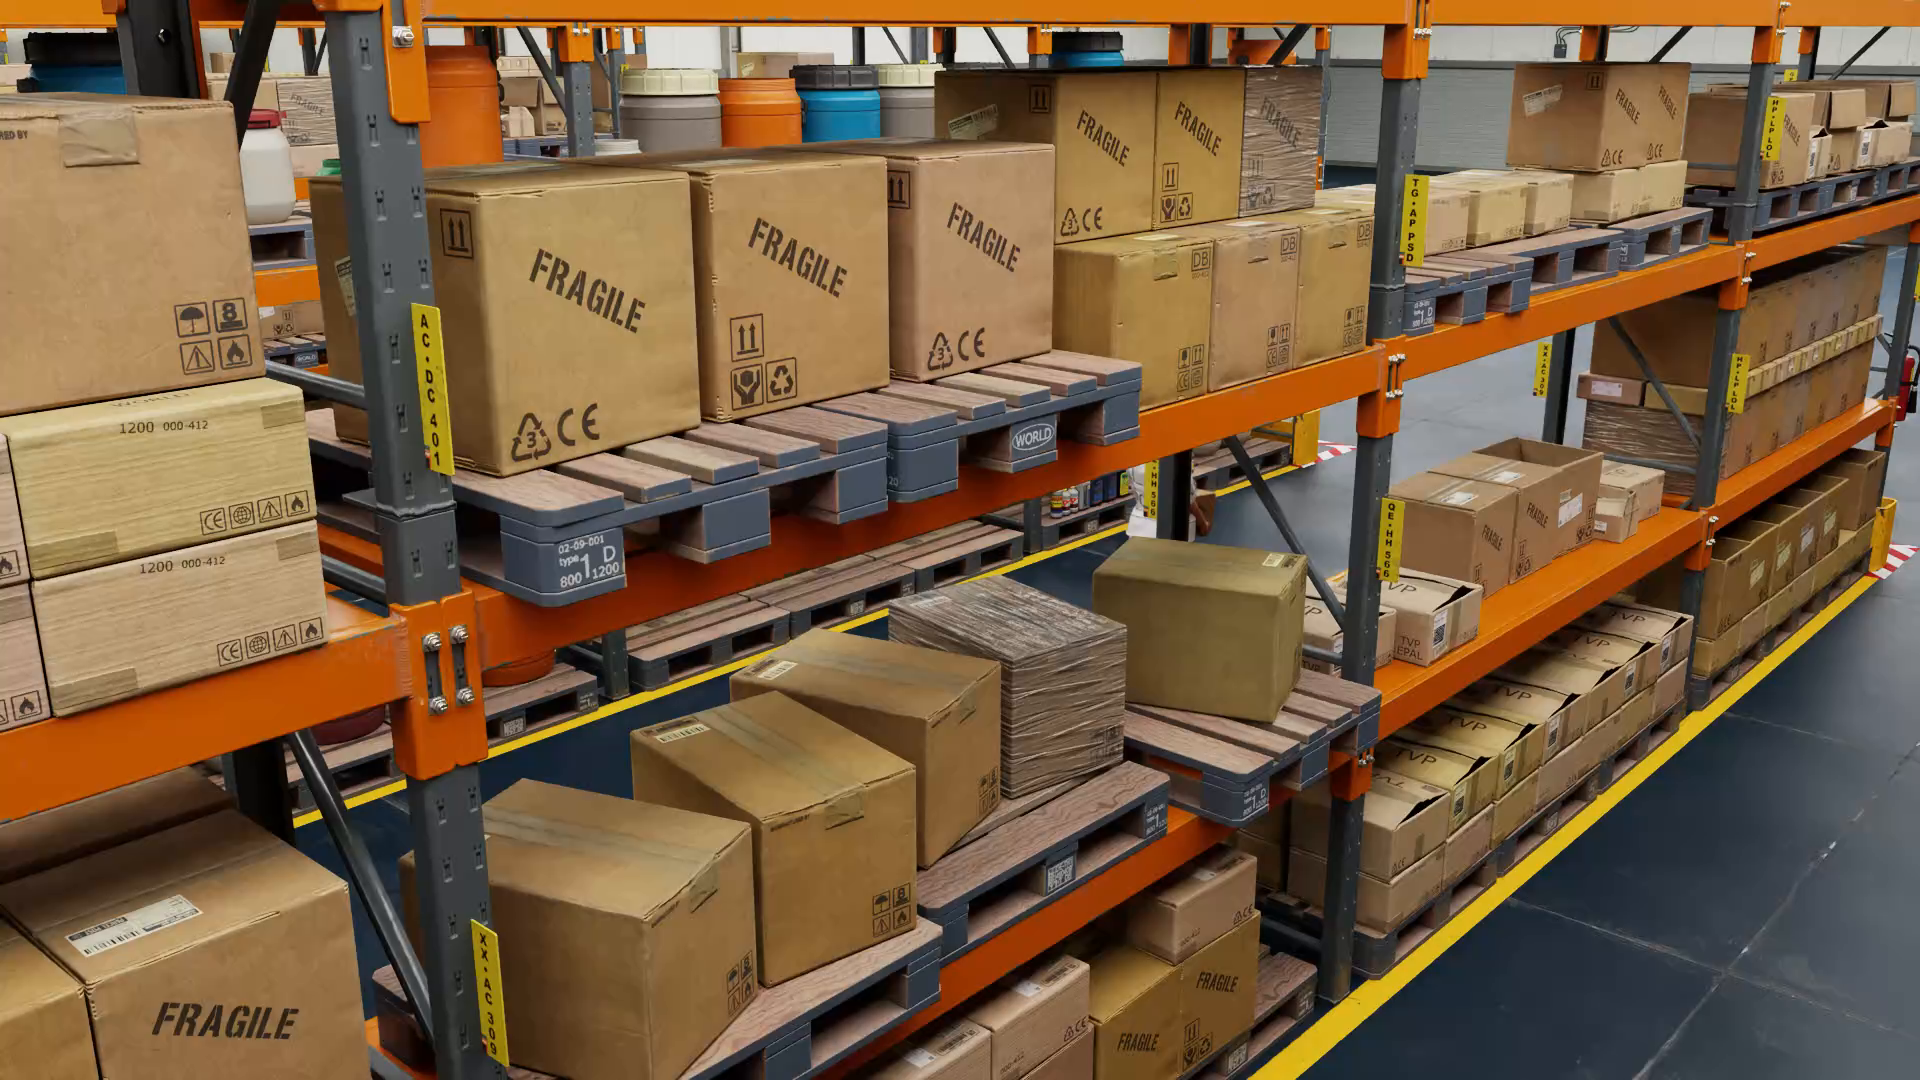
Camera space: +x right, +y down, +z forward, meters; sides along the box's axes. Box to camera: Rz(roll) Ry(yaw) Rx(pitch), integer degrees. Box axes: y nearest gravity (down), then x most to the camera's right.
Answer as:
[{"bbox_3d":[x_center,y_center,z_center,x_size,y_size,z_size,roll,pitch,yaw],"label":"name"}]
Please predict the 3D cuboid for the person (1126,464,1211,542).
[{"bbox_3d":[1.315,0.008,10.528,0.453,1.653,0.541,15,22,40],"label":"person"}]
